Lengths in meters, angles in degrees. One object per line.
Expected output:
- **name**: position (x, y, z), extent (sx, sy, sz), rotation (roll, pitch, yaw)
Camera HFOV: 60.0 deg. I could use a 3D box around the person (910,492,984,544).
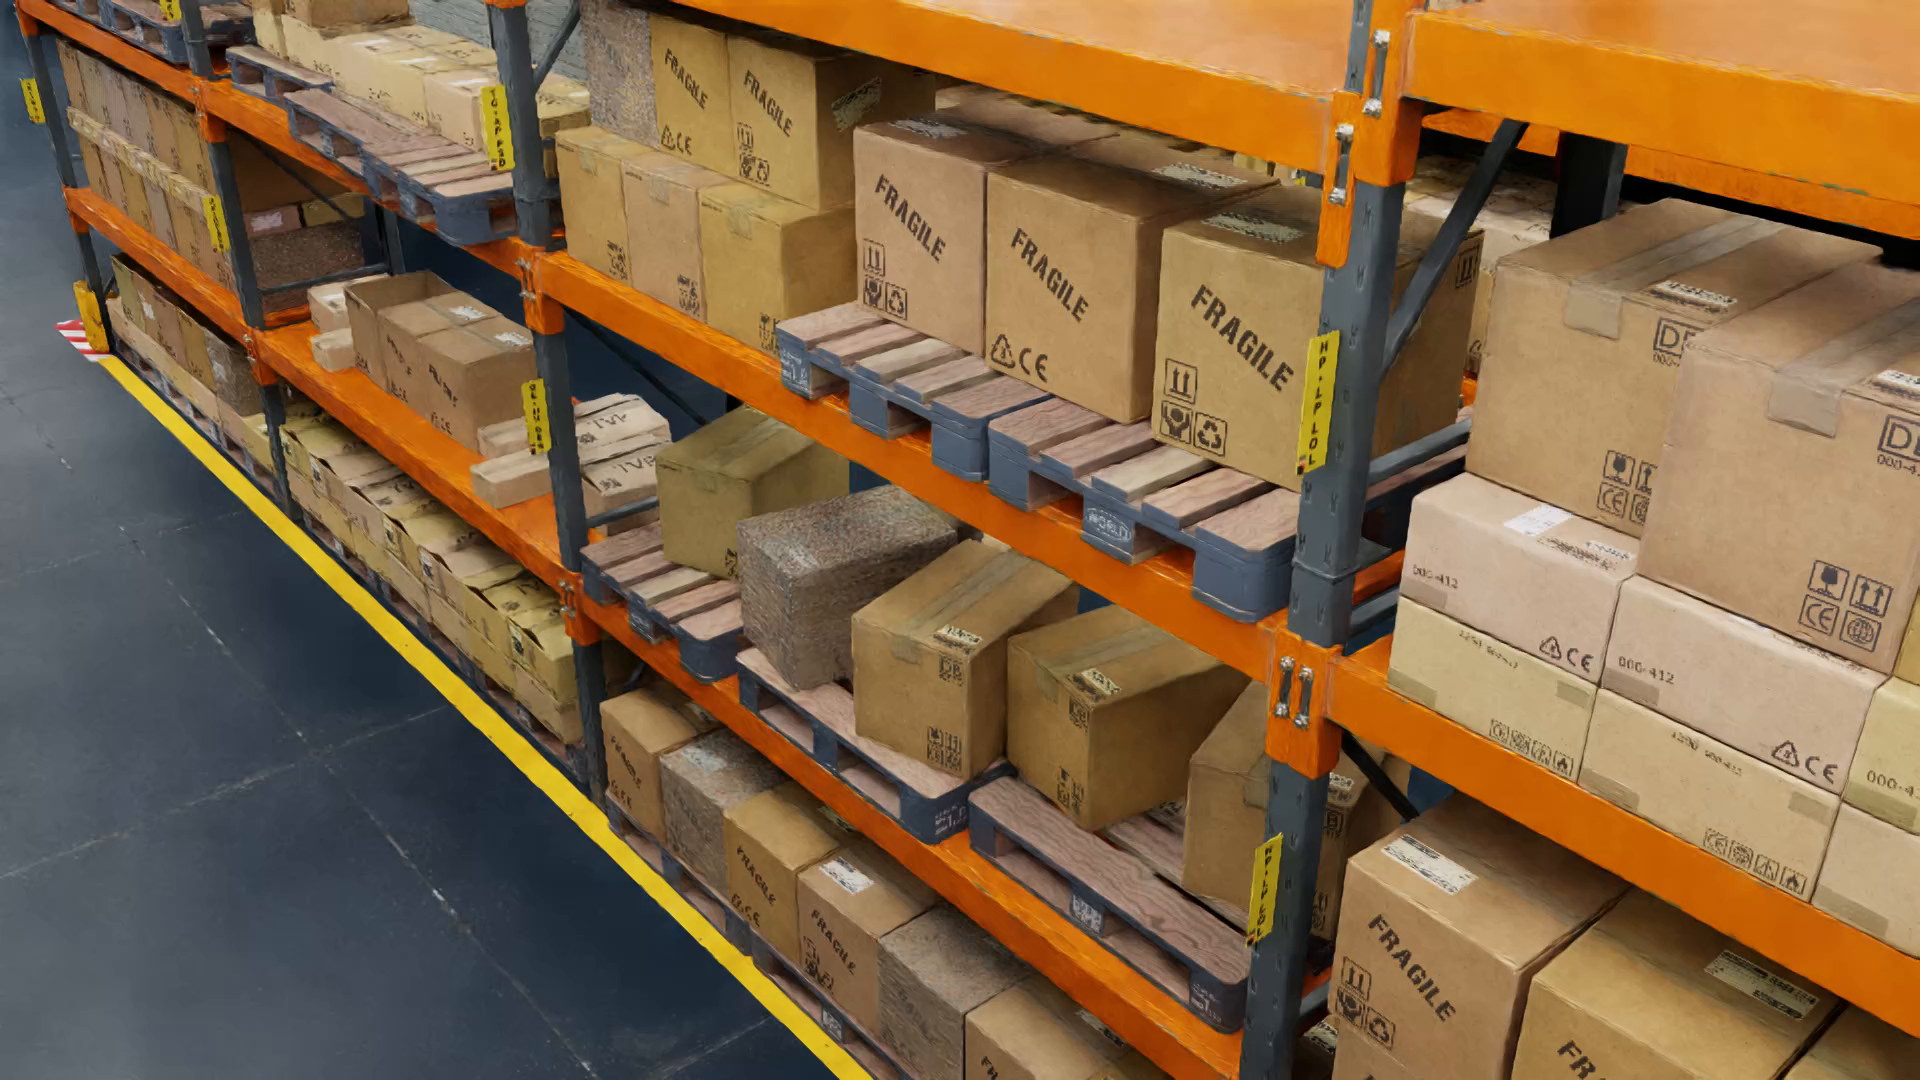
- **person**: position (-0.056, -0.192, 8.987), extent (0.543, 1.720, 0.677), rotation (-11, 30, -20)
